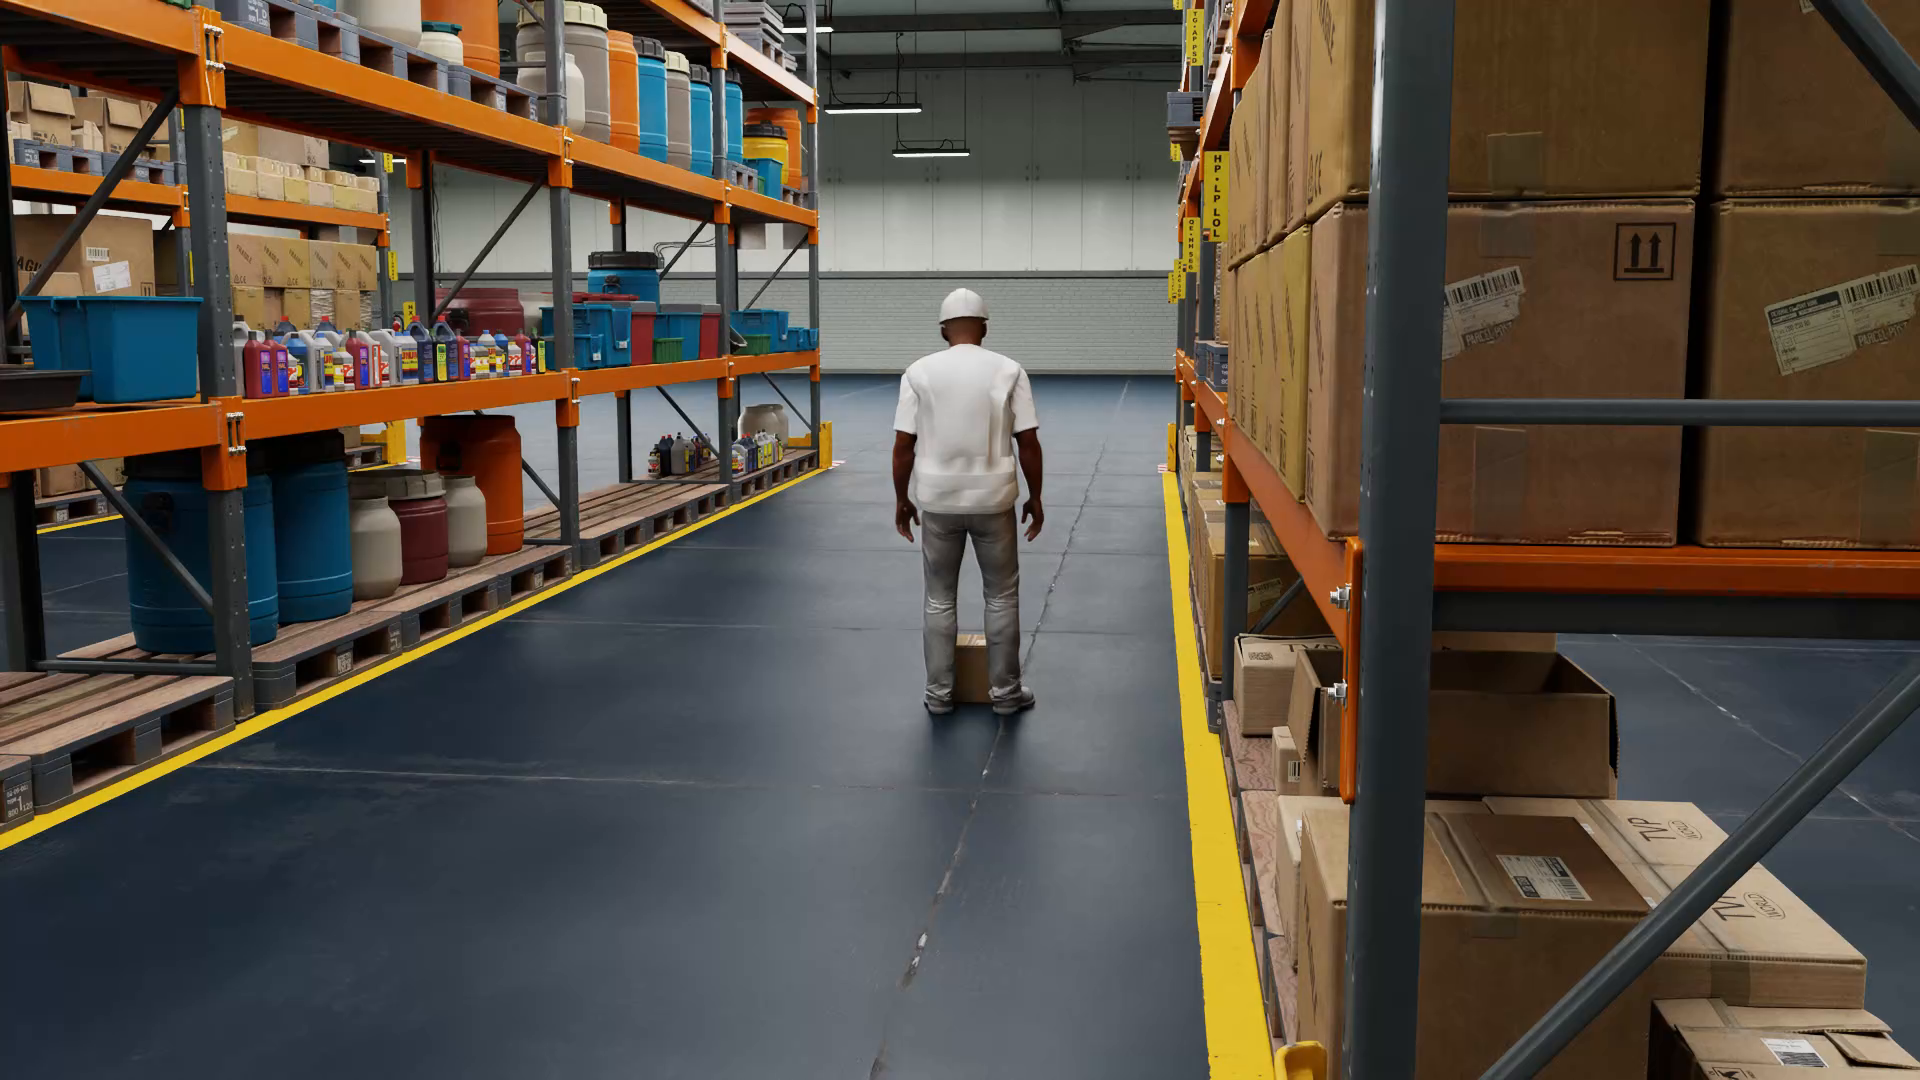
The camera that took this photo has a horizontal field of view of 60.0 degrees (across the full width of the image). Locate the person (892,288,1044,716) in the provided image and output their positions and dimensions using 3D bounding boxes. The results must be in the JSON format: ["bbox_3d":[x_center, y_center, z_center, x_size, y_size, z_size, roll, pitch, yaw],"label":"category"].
[{"bbox_3d":[0.035,-0.159,6.920,0.628,1.761,0.457,1,8,5],"label":"person"}]
